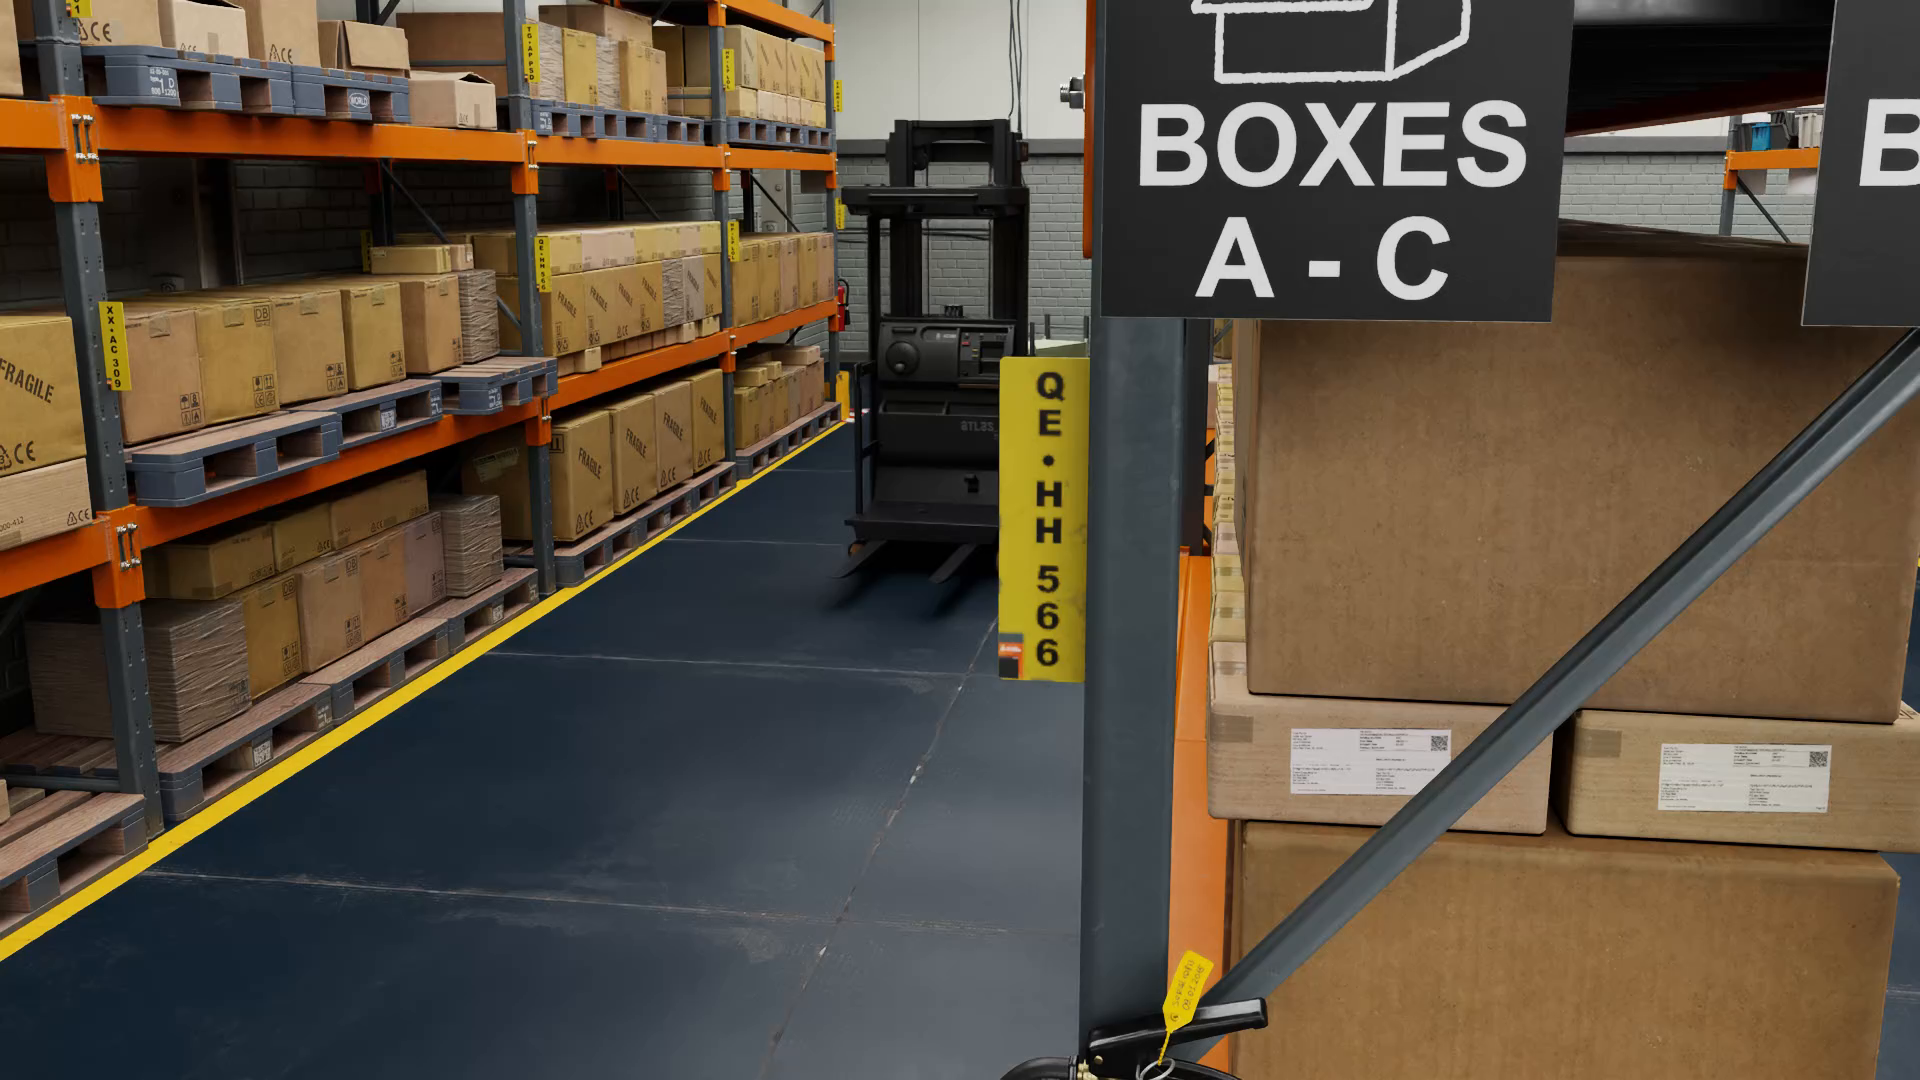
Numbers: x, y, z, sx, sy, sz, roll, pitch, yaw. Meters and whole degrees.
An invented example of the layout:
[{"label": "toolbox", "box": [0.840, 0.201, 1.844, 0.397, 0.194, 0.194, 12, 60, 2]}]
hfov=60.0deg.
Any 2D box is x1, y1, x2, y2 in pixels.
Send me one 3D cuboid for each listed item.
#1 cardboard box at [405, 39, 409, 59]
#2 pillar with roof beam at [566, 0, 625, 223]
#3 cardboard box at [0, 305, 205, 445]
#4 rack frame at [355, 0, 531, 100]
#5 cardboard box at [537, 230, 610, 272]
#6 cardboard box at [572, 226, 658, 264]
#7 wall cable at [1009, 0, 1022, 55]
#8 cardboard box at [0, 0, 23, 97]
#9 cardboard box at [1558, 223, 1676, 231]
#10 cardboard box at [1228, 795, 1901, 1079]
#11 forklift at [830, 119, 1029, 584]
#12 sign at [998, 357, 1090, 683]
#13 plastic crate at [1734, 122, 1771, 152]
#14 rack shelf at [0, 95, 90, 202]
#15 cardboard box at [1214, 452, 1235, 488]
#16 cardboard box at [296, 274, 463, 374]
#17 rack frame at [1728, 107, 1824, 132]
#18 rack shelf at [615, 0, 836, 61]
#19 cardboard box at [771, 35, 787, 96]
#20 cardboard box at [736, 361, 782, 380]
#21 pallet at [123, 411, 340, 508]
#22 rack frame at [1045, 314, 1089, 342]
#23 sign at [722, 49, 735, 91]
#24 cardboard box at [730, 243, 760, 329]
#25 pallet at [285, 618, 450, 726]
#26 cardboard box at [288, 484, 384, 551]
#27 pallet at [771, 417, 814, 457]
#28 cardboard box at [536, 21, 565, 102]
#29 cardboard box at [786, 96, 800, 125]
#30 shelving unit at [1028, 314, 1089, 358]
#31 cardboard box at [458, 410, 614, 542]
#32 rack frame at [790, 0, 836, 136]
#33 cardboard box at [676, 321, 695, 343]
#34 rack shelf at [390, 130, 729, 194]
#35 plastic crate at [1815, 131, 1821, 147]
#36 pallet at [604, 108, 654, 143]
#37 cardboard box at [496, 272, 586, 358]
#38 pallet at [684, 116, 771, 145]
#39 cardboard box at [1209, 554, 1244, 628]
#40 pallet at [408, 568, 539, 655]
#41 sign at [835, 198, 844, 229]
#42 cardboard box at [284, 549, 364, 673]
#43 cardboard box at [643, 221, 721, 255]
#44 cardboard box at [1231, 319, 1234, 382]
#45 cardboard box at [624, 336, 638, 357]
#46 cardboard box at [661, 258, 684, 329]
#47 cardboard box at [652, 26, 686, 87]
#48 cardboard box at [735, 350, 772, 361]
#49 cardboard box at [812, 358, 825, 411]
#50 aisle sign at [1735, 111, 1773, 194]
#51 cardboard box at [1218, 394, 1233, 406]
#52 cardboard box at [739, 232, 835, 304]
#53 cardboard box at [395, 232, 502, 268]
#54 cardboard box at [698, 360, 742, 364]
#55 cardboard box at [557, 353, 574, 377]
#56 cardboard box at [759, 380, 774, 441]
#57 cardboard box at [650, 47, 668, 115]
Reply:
[{"label": "cardboard box", "box": [-3.380, -2.523, 9.174, 0.500, 0.500, 0.500, 2, 12, 9]}, {"label": "pillar with roof beam", "box": [1.080, -4.940, 13.554, 9.100, 9.000, 0.400, 2, 12, 9]}, {"label": "cardboard box", "box": [-3.546, -0.676, 6.729, 0.700, 0.500, 0.500, 2, 12, 9]}, {"label": "rack frame", "box": [-3.042, -4.073, 9.532, 1.000, 3.000, 0.127, 2, 12, 9]}, {"label": "cardboard box", "box": [-2.636, -1.909, 10.960, 0.500, 0.250, 0.500, 2, 12, 8]}, {"label": "cardboard box", "box": [-2.491, -2.119, 11.937, 0.500, 0.250, 0.500, 2, 12, 7]}, {"label": "wall cable", "box": [2.084, -7.767, 22.057, 3.097, 2.526, 0.112, 2, 12, 9]}, {"label": "cardboard box", "box": [-3.491, -1.719, 5.444, 0.500, 0.500, 0.500, 2, 12, 10]}, {"label": "cardboard box", "box": [0.867, -0.321, 3.044, 0.700, 0.500, 0.500, 2, 12, 9]}, {"label": "cardboard box", "box": [0.707, 0.539, 2.134, 0.700, 0.500, 0.500, 2, 12, 9]}, {"label": "forklift", "box": [-0.135, -1.291, 11.025, 1.130, 2.935, 3.031, 3, 12, 11]}, {"label": "sign", "box": [0.089, -0.017, 1.643, 0.100, 0.325, 0.005, 2, 12, 9]}, {"label": "plastic crate", "box": [7.643, -3.816, 15.769, 0.497, 0.269, 0.590, 2, 12, 9]}, {"label": "rack shelf", "box": [-3.965, -1.006, 4.128, 1.077, 0.370, 4.000, 2, 12, 9]}, {"label": "cardboard box", "box": [0.730, -0.090, 3.512, 0.380, 0.149, 0.250, 2, 12, 8]}, {"label": "cardboard box", "box": [-3.164, -1.189, 9.107, 0.700, 0.500, 0.500, 1, 12, 3]}, {"label": "rack frame", "box": [7.977, -5.417, 15.770, 1.000, 3.000, 0.127, 2, 12, 9]}, {"label": "rack shelf", "box": [-2.120, -4.775, 15.445, 1.077, 0.370, 4.000, 2, 12, 9]}, {"label": "cardboard box", "box": [-1.897, -4.336, 15.215, 0.500, 0.500, 0.500, 2, 12, 9]}, {"label": "cardboard box", "box": [-1.898, -1.600, 15.693, 0.380, 0.149, 0.250, 2, 12, 7]}, {"label": "pallet", "box": [-3.396, -0.368, 7.036, 1.003, 0.211, 1.213, 2, 12, 9]}, {"label": "rack frame", "box": [0.842, -1.041, 13.263, 0.400, 1.500, 0.023, 9, 15, 37]}, {"label": "sign", "box": [-1.890, -3.830, 13.551, 0.100, 0.325, 0.005, 2, 12, 9]}, {"label": "cardboard box", "box": [-2.328, -2.232, 14.517, 0.980, 0.700, 0.700, 2, 12, 10]}, {"label": "pallet", "box": [-3.354, 0.639, 8.528, 1.003, 0.211, 1.213, 2, 12, 9]}, {"label": "cardboard box", "box": [-3.325, -0.124, 8.560, 0.500, 0.250, 0.500, 2, 12, 8]}, {"label": "pallet", "box": [-2.048, -1.020, 16.226, 1.003, 0.211, 1.213, 2, 12, 9]}, {"label": "cardboard box", "box": [-2.995, -3.085, 10.787, 0.700, 0.500, 0.500, 1, 12, 6]}, {"label": "cardboard box", "box": [-1.817, -4.075, 15.782, 0.500, 0.250, 0.500, 2, 12, 7]}, {"label": "shelving unit", "box": [0.619, -0.980, 12.979, 0.431, 1.500, 0.755, 9, 15, 37]}, {"label": "cardboard box", "box": [-2.800, -0.443, 11.036, 0.750, 0.750, 0.750, 2, 12, 8]}, {"label": "rack frame", "box": [-1.812, -5.738, 17.259, 1.000, 3.000, 0.127, 2, 12, 9]}, {"label": "cardboard box", "box": [-2.282, -1.618, 12.928, 0.380, 0.149, 0.250, 2, 12, 9]}, {"label": "rack shelf", "box": [-2.735, -2.671, 11.855, 1.077, 0.370, 4.000, 2, 12, 9]}, {"label": "plastic crate", "box": [7.182, -3.266, 13.535, 0.293, 0.136, 0.466, 2, 12, 9]}, {"label": "pallet", "box": [-2.827, -2.883, 11.578, 1.003, 0.211, 1.213, 2, 12, 11]}, {"label": "cardboard box", "box": [-2.715, -1.437, 10.550, 0.500, 0.500, 0.500, 2, 12, 10]}, {"label": "pallet", "box": [-2.291, -3.566, 14.509, 1.003, 0.211, 1.213, 2, 12, 9]}, {"label": "cardboard box", "box": [0.571, 0.126, 2.514, 0.380, 0.149, 0.250, 2, 12, 8]}, {"label": "pallet", "box": [-3.164, 0.386, 9.703, 1.003, 0.211, 1.213, 2, 12, 9]}, {"label": "sign", "box": [-1.278, -3.467, 17.649, 0.100, 0.325, 0.005, 2, 12, 9]}, {"label": "cardboard box", "box": [-3.413, 0.332, 8.224, 0.700, 0.500, 0.500, 2, 12, 9]}, {"label": "cardboard box", "box": [-2.246, -2.438, 13.415, 0.500, 0.250, 0.500, 2, 12, 10]}, {"label": "cardboard box", "box": [1.176, -0.738, 4.982, 0.700, 0.500, 0.500, 2, 12, 9]}, {"label": "cardboard box", "box": [-2.538, -1.408, 11.954, 0.380, 0.149, 0.250, 2, 12, 9]}, {"label": "cardboard box", "box": [-2.403, -1.862, 12.521, 0.500, 0.500, 0.500, 2, 12, 9]}, {"label": "cardboard box", "box": [-2.550, -4.139, 14.303, 0.500, 0.500, 0.500, 2, 12, 8]}, {"label": "cardboard box", "box": [-2.115, -1.832, 16.770, 0.380, 0.149, 0.250, 2, 12, 9]}, {"label": "cardboard box", "box": [-1.821, -1.640, 17.419, 0.700, 0.500, 0.500, 2, 12, 9]}, {"label": "aisle sign", "box": [7.695, -3.780, 16.242, 0.394, 0.787, 0.004, 2, 12, 9]}, {"label": "cardboard box", "box": [0.890, -0.303, 4.504, 0.380, 0.149, 0.250, 2, 12, 8]}, {"label": "cardboard box", "box": [-1.881, -2.846, 17.365, 0.980, 0.700, 0.700, 2, 12, 11]}, {"label": "cardboard box", "box": [-3.229, -1.814, 10.518, 0.500, 0.250, 0.500, 2, 12, 10]}, {"label": "cardboard box", "box": [-2.271, -1.619, 15.783, 0.380, 0.149, 0.250, 2, 12, 9]}, {"label": "cardboard box", "box": [-2.716, -1.140, 10.713, 0.380, 0.149, 0.250, 2, 12, 9]}, {"label": "cardboard box", "box": [-2.130, -1.213, 15.438, 0.700, 0.500, 0.500, 2, 12, 8]}, {"label": "cardboard box", "box": [-2.671, -3.523, 12.821, 0.700, 0.500, 0.500, 1, 12, 6]}]
